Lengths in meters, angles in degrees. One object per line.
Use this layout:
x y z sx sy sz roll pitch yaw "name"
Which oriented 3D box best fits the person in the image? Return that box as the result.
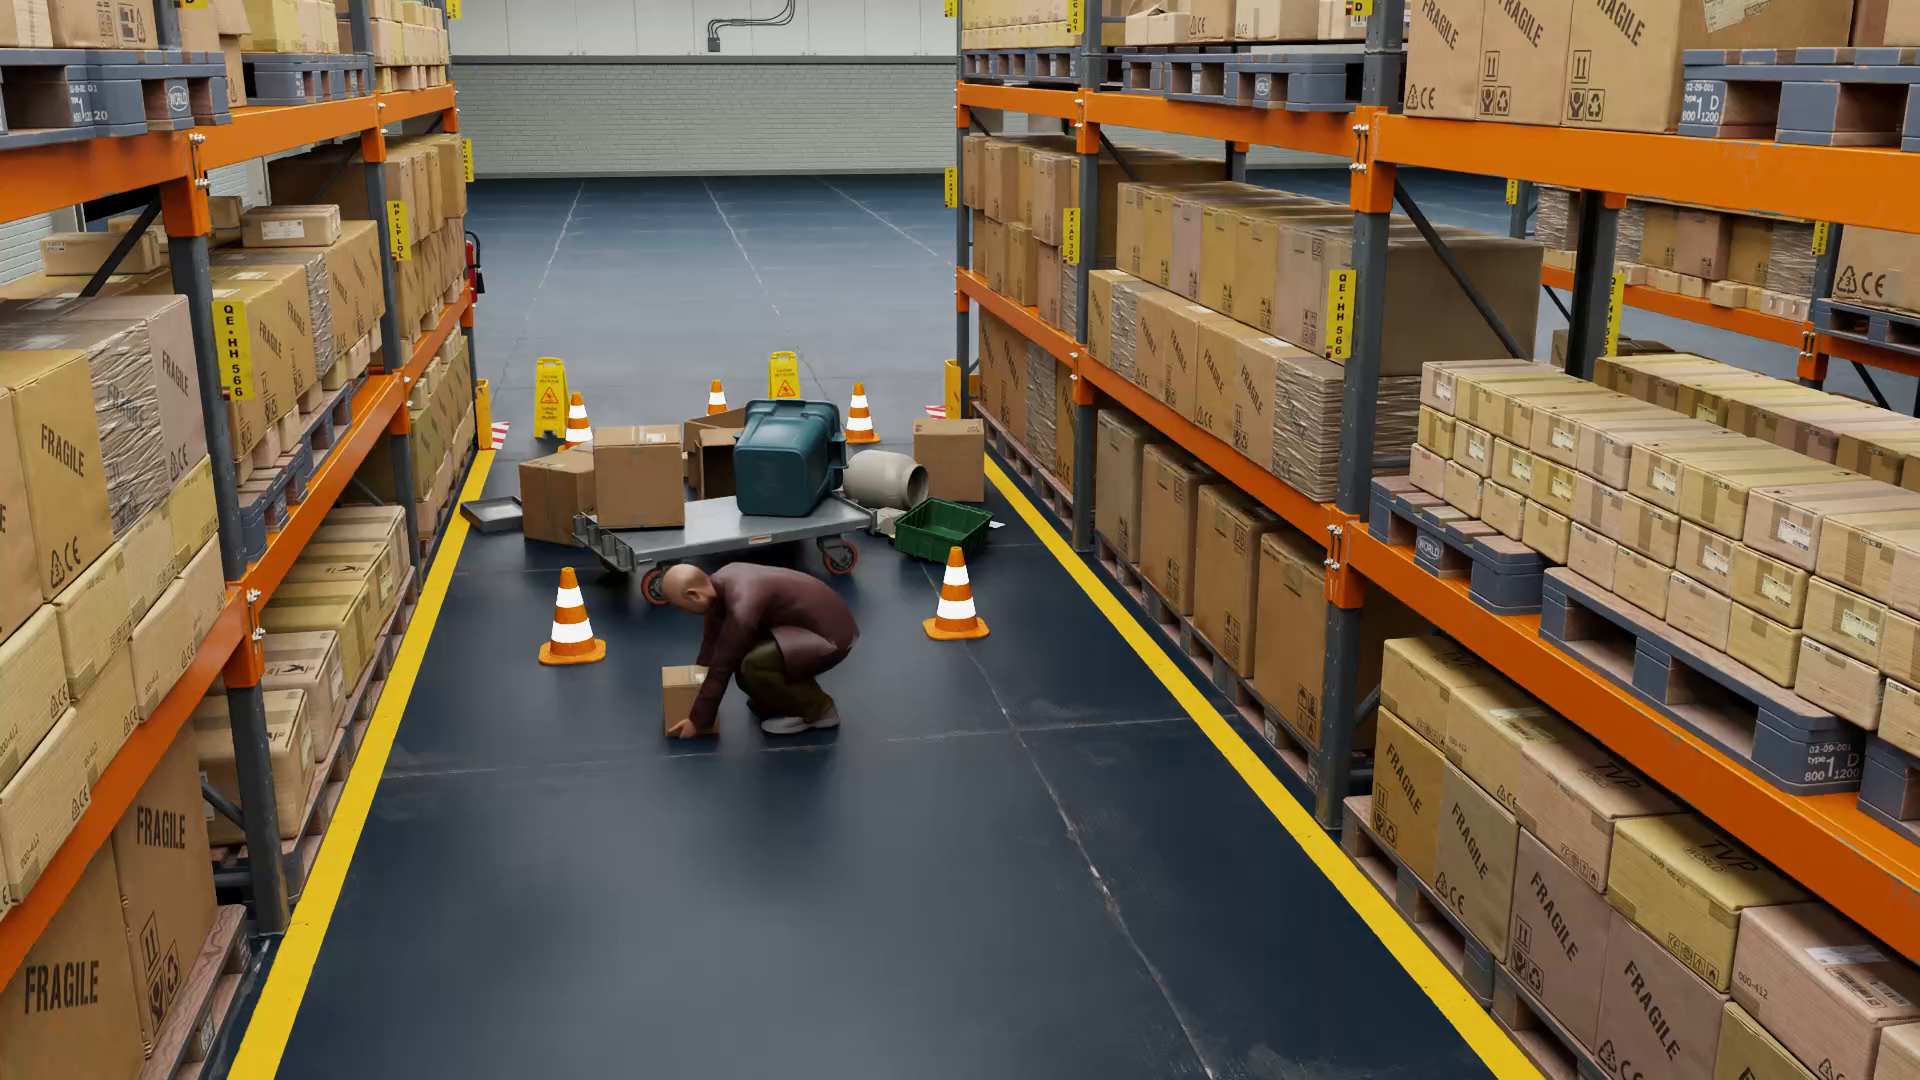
-0.915 0.507 7.718 0.904 0.895 0.579 -3 16 -11 "person"
